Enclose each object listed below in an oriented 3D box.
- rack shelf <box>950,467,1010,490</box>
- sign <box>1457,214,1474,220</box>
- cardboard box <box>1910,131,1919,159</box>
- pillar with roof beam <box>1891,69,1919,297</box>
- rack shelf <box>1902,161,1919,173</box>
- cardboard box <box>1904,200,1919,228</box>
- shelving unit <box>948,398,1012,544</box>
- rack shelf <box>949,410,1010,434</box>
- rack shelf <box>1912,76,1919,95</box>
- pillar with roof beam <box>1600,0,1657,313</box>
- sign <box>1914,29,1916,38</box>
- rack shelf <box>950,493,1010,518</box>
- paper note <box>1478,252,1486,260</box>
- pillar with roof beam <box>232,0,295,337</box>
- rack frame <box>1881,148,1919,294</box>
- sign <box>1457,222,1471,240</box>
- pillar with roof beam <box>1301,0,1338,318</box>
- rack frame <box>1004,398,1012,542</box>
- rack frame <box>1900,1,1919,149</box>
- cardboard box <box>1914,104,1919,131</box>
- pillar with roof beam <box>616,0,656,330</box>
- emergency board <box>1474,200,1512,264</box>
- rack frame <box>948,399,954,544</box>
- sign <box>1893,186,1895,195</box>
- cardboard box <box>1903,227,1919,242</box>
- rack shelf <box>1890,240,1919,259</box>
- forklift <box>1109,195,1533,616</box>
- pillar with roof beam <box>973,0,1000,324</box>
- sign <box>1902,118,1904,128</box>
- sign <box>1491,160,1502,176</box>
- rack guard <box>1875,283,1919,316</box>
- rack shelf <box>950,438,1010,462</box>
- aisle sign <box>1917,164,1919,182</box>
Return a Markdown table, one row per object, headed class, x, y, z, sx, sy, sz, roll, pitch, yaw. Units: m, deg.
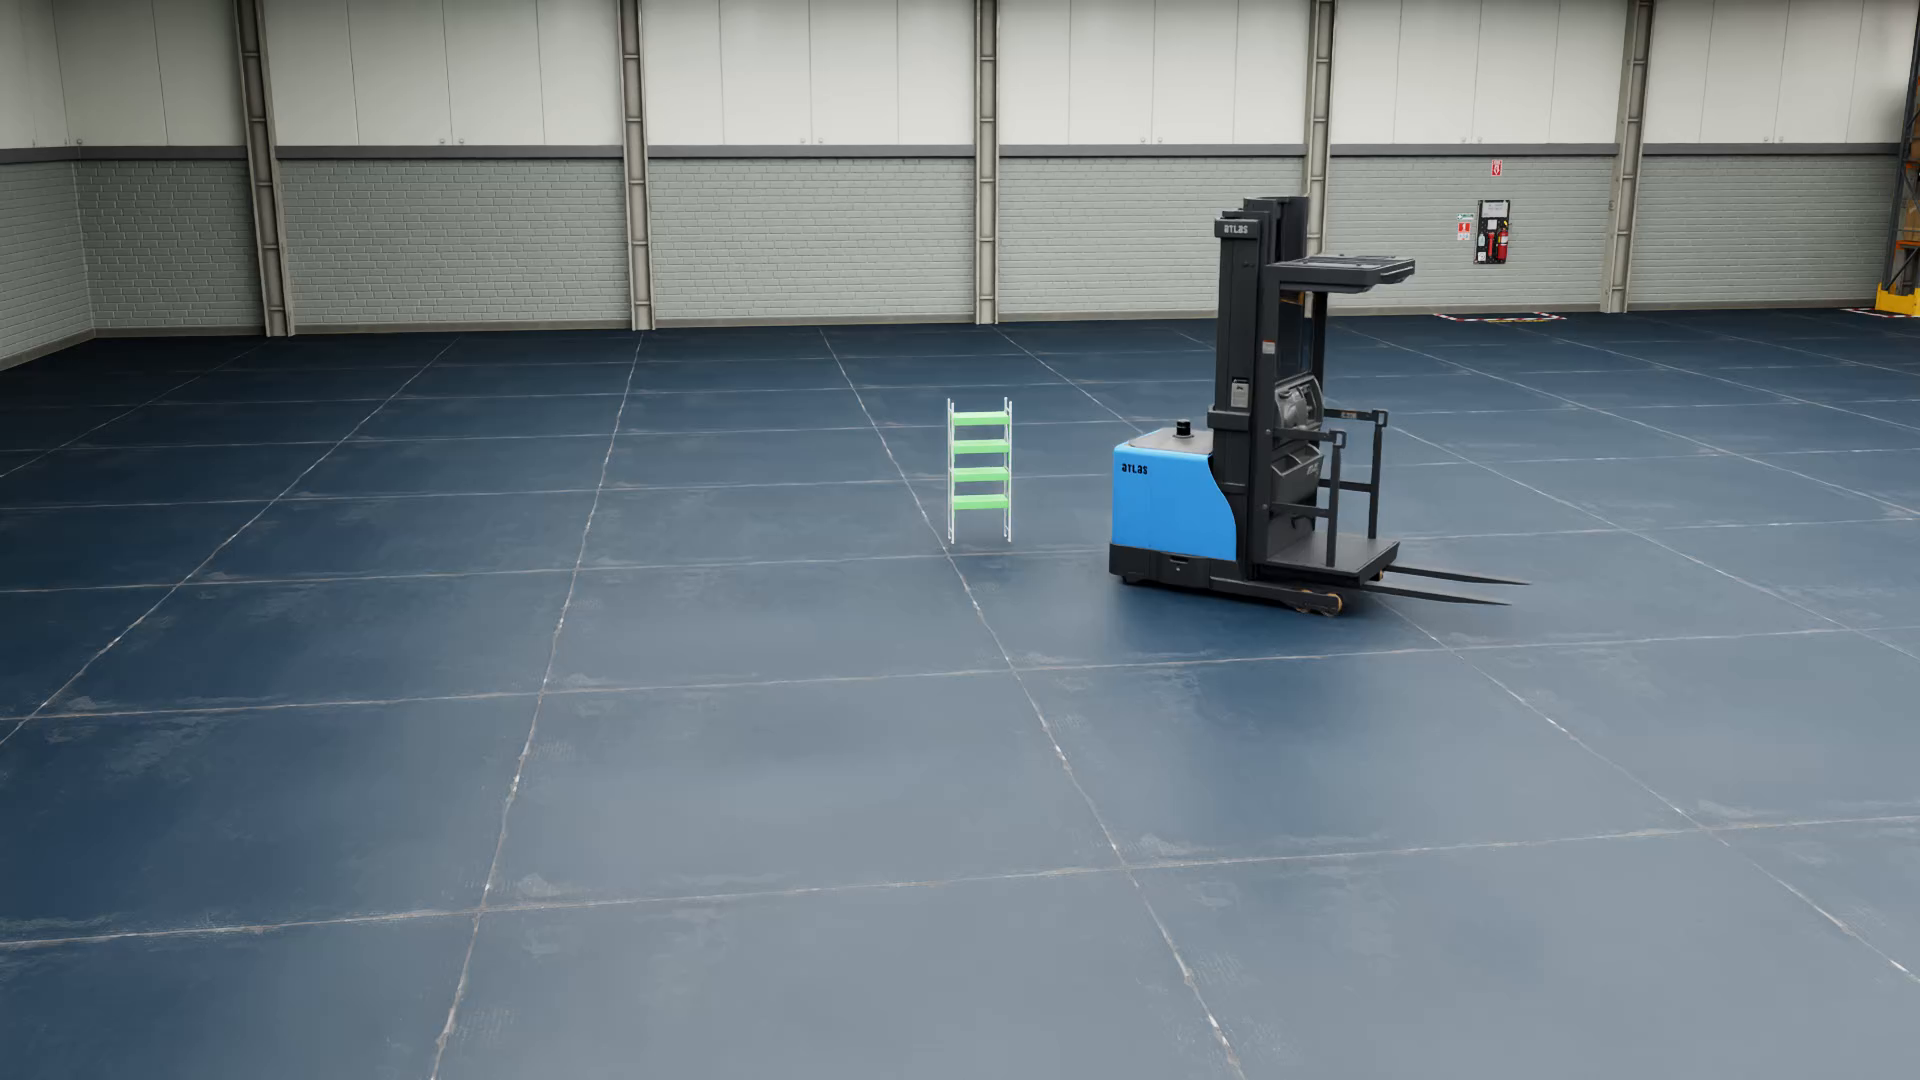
| class | x | y | z | sx | sy | sz | roll | pitch | yaw |
| --- | --- | --- | --- | --- | --- | --- | --- | --- | --- |
| rack shelf | 0.164 | -0.526 | 14.115 | 0.480 | 0.148 | 0.258 | -2 | 14 | -8 |
| sign | 9.320 | -5.960 | 30.657 | 0.331 | 0.109 | 0.001 | -2 | 14 | -8 |
| cardboard box | 18.070 | -7.336 | 30.895 | 0.500 | 0.500 | 0.500 | -1 | 14 | -4 |
| pillar with roof beam | 18.900 | -7.855 | 27.043 | 0.400 | 9.000 | 9.100 | -2 | 14 | -8 |
| rack shelf | 19.673 | -6.925 | 30.983 | 4.000 | 0.370 | 1.077 | -2 | 14 | -8 |
| cardboard box | 18.129 | -6.116 | 31.168 | 0.500 | 0.500 | 0.500 | -2 | 14 | -9 |
| shelving unit | 0.164 | -0.588 | 14.100 | 0.503 | 1.200 | 0.258 | -2 | 14 | -8 |
| rack shelf | 0.164 | -0.992 | 13.999 | 0.480 | 0.148 | 0.258 | -2 | 14 | -8 |
| rack shelf | 19.673 | -8.379 | 30.618 | 4.000 | 0.370 | 1.077 | -2 | 14 | -8 |
| pillar with roof beam | 12.967 | -7.637 | 26.176 | 0.400 | 9.000 | 9.100 | -2 | 14 | -8 |
| sign | 17.632 | -9.321 | 30.644 | 0.005 | 0.325 | 0.100 | -2 | 14 | -8 |
| rack shelf | 0.164 | -0.293 | 14.174 | 0.480 | 0.148 | 0.258 | -2 | 14 | -8 |
| paper note | 9.691 | -5.266 | 30.862 | 0.142 | 0.148 | 0.016 | -2 | 14 | -8 |
| pillar with roof beam | -10.766 | -6.768 | 22.708 | 0.400 | 9.000 | 9.100 | -2 | 14 | -8 |
| rack frame | 17.695 | -5.747 | 30.971 | 0.127 | 3.000 | 1.000 | -2 | 14 | -8 |
| sign | 9.314 | -5.705 | 30.729 | 0.234 | 0.329 | 0.001 | -2 | 14 | -8 |
| pillar with roof beam | 7.034 | -7.420 | 25.309 | 0.400 | 9.000 | 9.100 | -2 | 14 | -8 |
| rack frame | 0.405 | -0.597 | 14.135 | 0.015 | 1.200 | 0.240 | -2 | 14 | -8 |
| rack frame | 17.695 | -8.657 | 30.241 | 0.127 | 3.000 | 1.000 | -2 | 14 | -8 |
| cardboard box | 18.082 | -7.824 | 30.783 | 0.500 | 0.500 | 0.500 | -1 | 14 | -6 |
| pillar with roof beam | -4.833 | -6.985 | 23.575 | 0.400 | 9.000 | 9.100 | -2 | 14 | -8 |
| emergency board | 9.876 | -5.683 | 30.714 | 0.643 | 1.169 | 0.194 | -2 | 14 | -8 |
| rack frame | -0.078 | -0.579 | 14.065 | 0.015 | 1.200 | 0.240 | -2 | 14 | -8 |
| sign | 17.632 | -6.596 | 31.327 | 0.005 | 0.325 | 0.100 | -2 | 14 | -8 |
| cardboard box | 18.128 | -5.748 | 31.240 | 0.500 | 0.250 | 0.500 | -2 | 14 | -7 |
| rack shelf | 19.673 | -5.471 | 31.348 | 4.000 | 0.370 | 1.077 | -2 | 14 | -8 |
| forklift | 2.690 | -1.016 | 12.249 | 3.031 | 2.935 | 1.130 | 8 | 16 | 30 |
| pillar with roof beam | 1.101 | -7.202 | 24.442 | 0.400 | 9.000 | 9.100 | -2 | 14 | -8 |
| sign | 17.632 | -7.766 | 31.034 | 0.005 | 0.325 | 0.100 | -2 | 14 | -8 |
| sign | 9.853 | -6.831 | 30.527 | 0.199 | 0.298 | 0.001 | -2 | 14 | -8 |
| rack guard | 17.770 | -4.537 | 31.286 | 0.348 | 0.500 | 1.175 | -2 | 14 | -8 |
| rack shelf | 0.164 | -0.759 | 14.057 | 0.480 | 0.148 | 0.258 | -2 | 14 | -8 |
| aisle sign | 17.669 | -6.933 | 30.357 | 0.004 | 0.787 | 0.394 | -2 | 14 | -8 |
